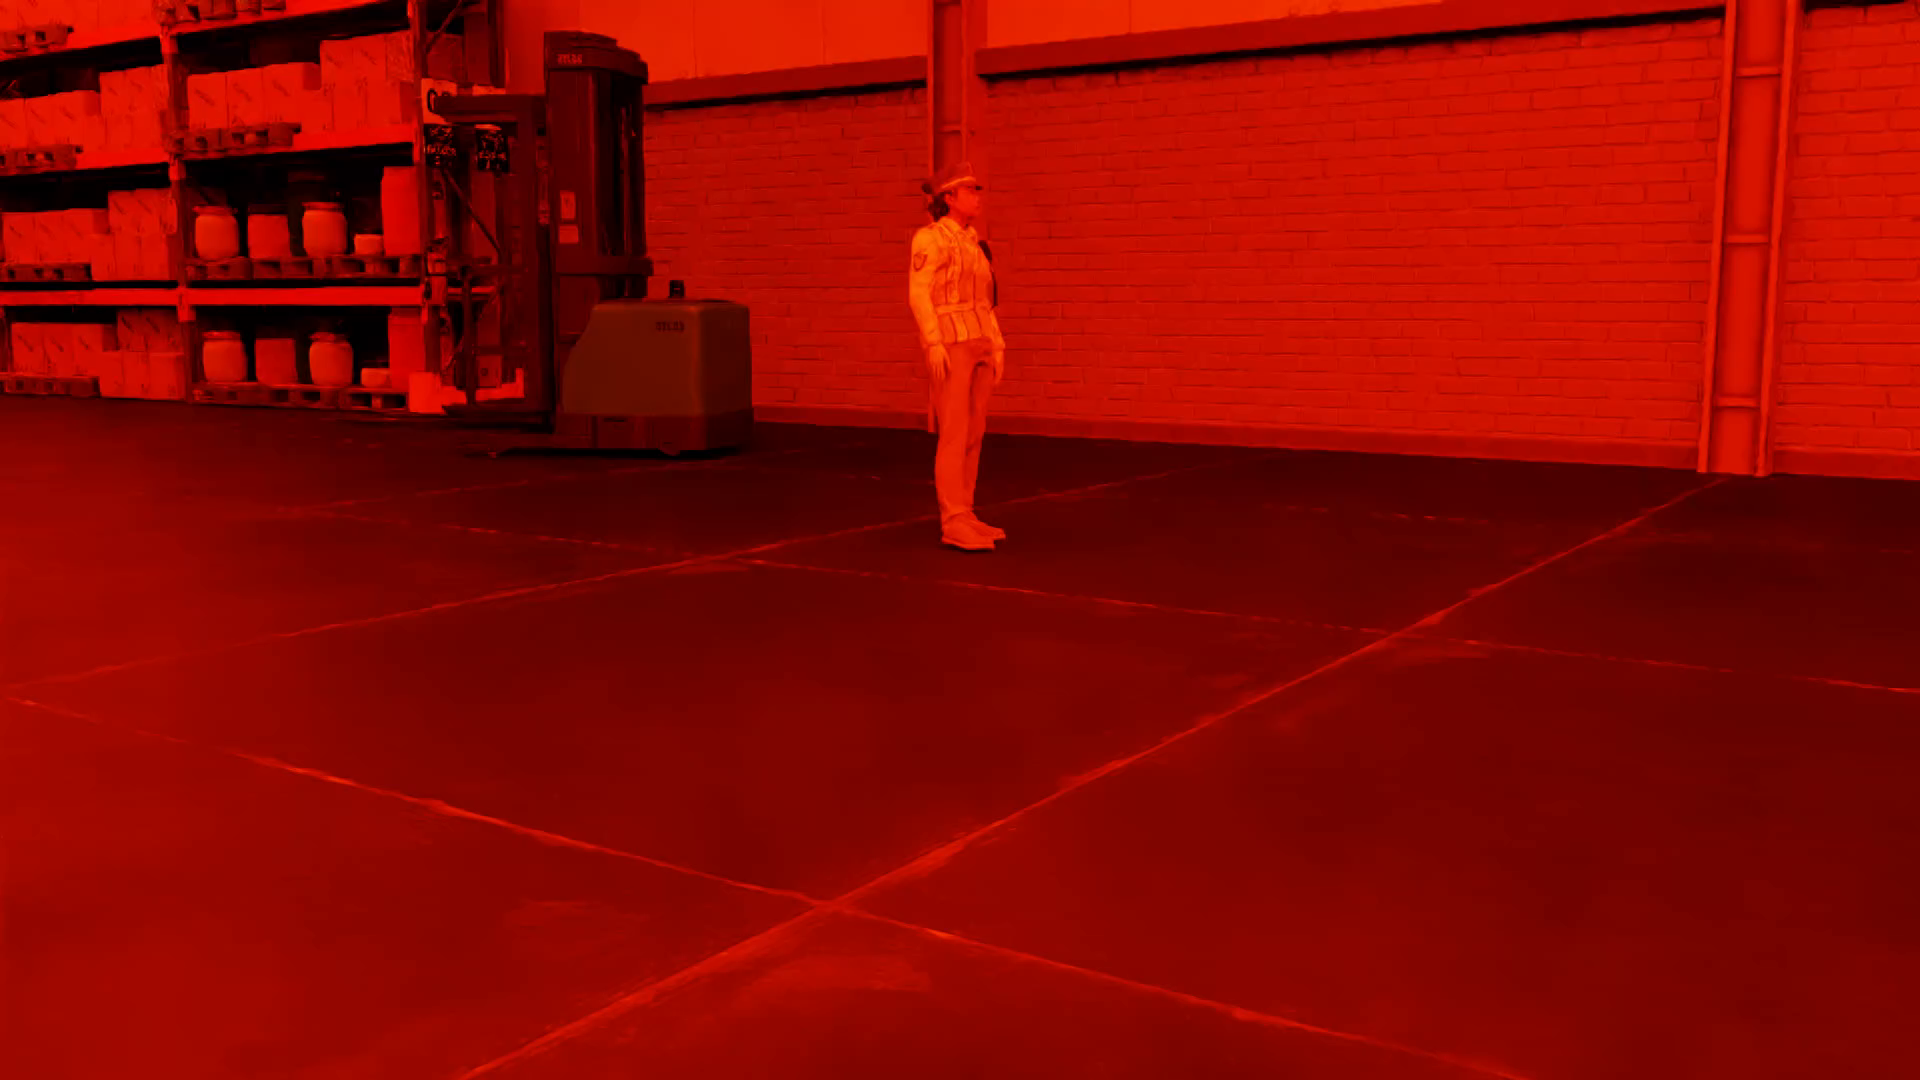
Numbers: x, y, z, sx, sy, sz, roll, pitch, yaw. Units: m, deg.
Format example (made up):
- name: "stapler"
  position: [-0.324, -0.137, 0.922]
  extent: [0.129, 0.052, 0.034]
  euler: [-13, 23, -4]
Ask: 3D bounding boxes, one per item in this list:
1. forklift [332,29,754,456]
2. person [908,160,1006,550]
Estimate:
- name: "forklift"
  position: [-3.103, -2.119, 12.096]
  extent: [3.031, 2.935, 1.130]
  euler: [2, 8, 14]
- name: "person"
  position: [0.052, -0.840, 7.440]
  extent: [0.533, 1.695, 0.586]
  euler: [5, 10, 34]
